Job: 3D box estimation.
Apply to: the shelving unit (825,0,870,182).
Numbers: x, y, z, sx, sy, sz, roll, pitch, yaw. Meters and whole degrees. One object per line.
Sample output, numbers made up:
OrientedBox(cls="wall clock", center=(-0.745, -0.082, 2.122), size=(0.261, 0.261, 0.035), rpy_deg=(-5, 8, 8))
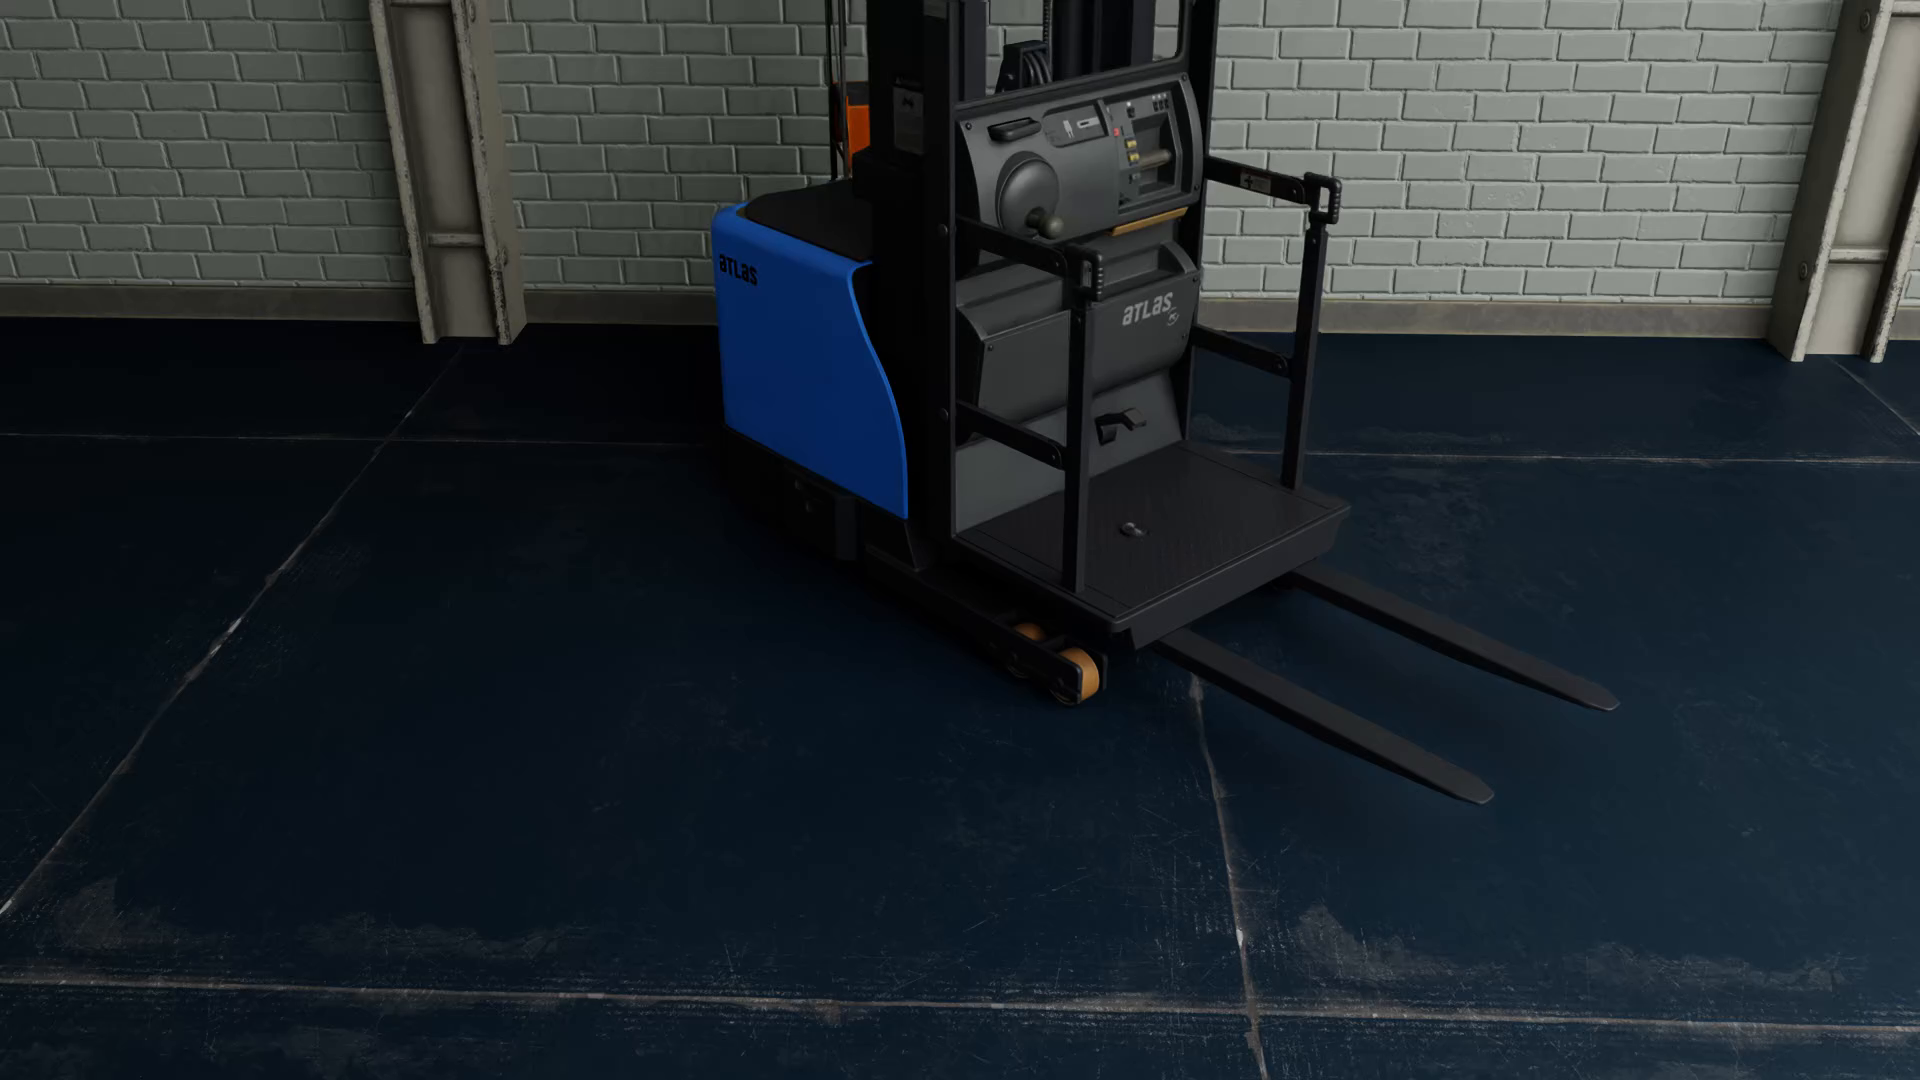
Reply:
OrientedBox(cls="shelving unit", center=(-0.220, -1.498, 6.334), size=(0.503, 2.100, 0.431), rpy_deg=(-6, 28, -11))

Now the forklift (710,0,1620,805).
OrientedBox(cls="forklift", center=(0.509, -1.085, 4.667), size=(1.130, 2.935, 3.031), rpy_deg=(-23, 35, -36))

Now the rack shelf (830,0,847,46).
OrientedBox(cls="rack shelf", center=(-0.220, -2.104, 6.012), size=(0.480, 0.518, 0.431), rpy_deg=(-6, 28, -11))

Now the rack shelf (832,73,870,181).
OrientedBox(cls="rack shelf", center=(-0.220, -1.486, 6.340), size=(0.480, 0.518, 0.431), rpy_deg=(-6, 28, -11))

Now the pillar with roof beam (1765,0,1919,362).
OrientedBox(cls="pillar with roof beam", center=(3.654, -2.806, 1.435), size=(0.400, 9.000, 9.100), rpy_deg=(1, 28, 2))

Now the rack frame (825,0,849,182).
OrientedBox(cls="rack frame", center=(-0.458, -1.474, 6.289), size=(0.015, 2.100, 0.400), rpy_deg=(-6, 28, -11))

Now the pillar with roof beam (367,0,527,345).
OrientedBox(cls="pillar with roof beam", center=(-2.343, -2.905, 1.623), size=(0.400, 9.000, 9.100), rpy_deg=(1, 28, 2))
